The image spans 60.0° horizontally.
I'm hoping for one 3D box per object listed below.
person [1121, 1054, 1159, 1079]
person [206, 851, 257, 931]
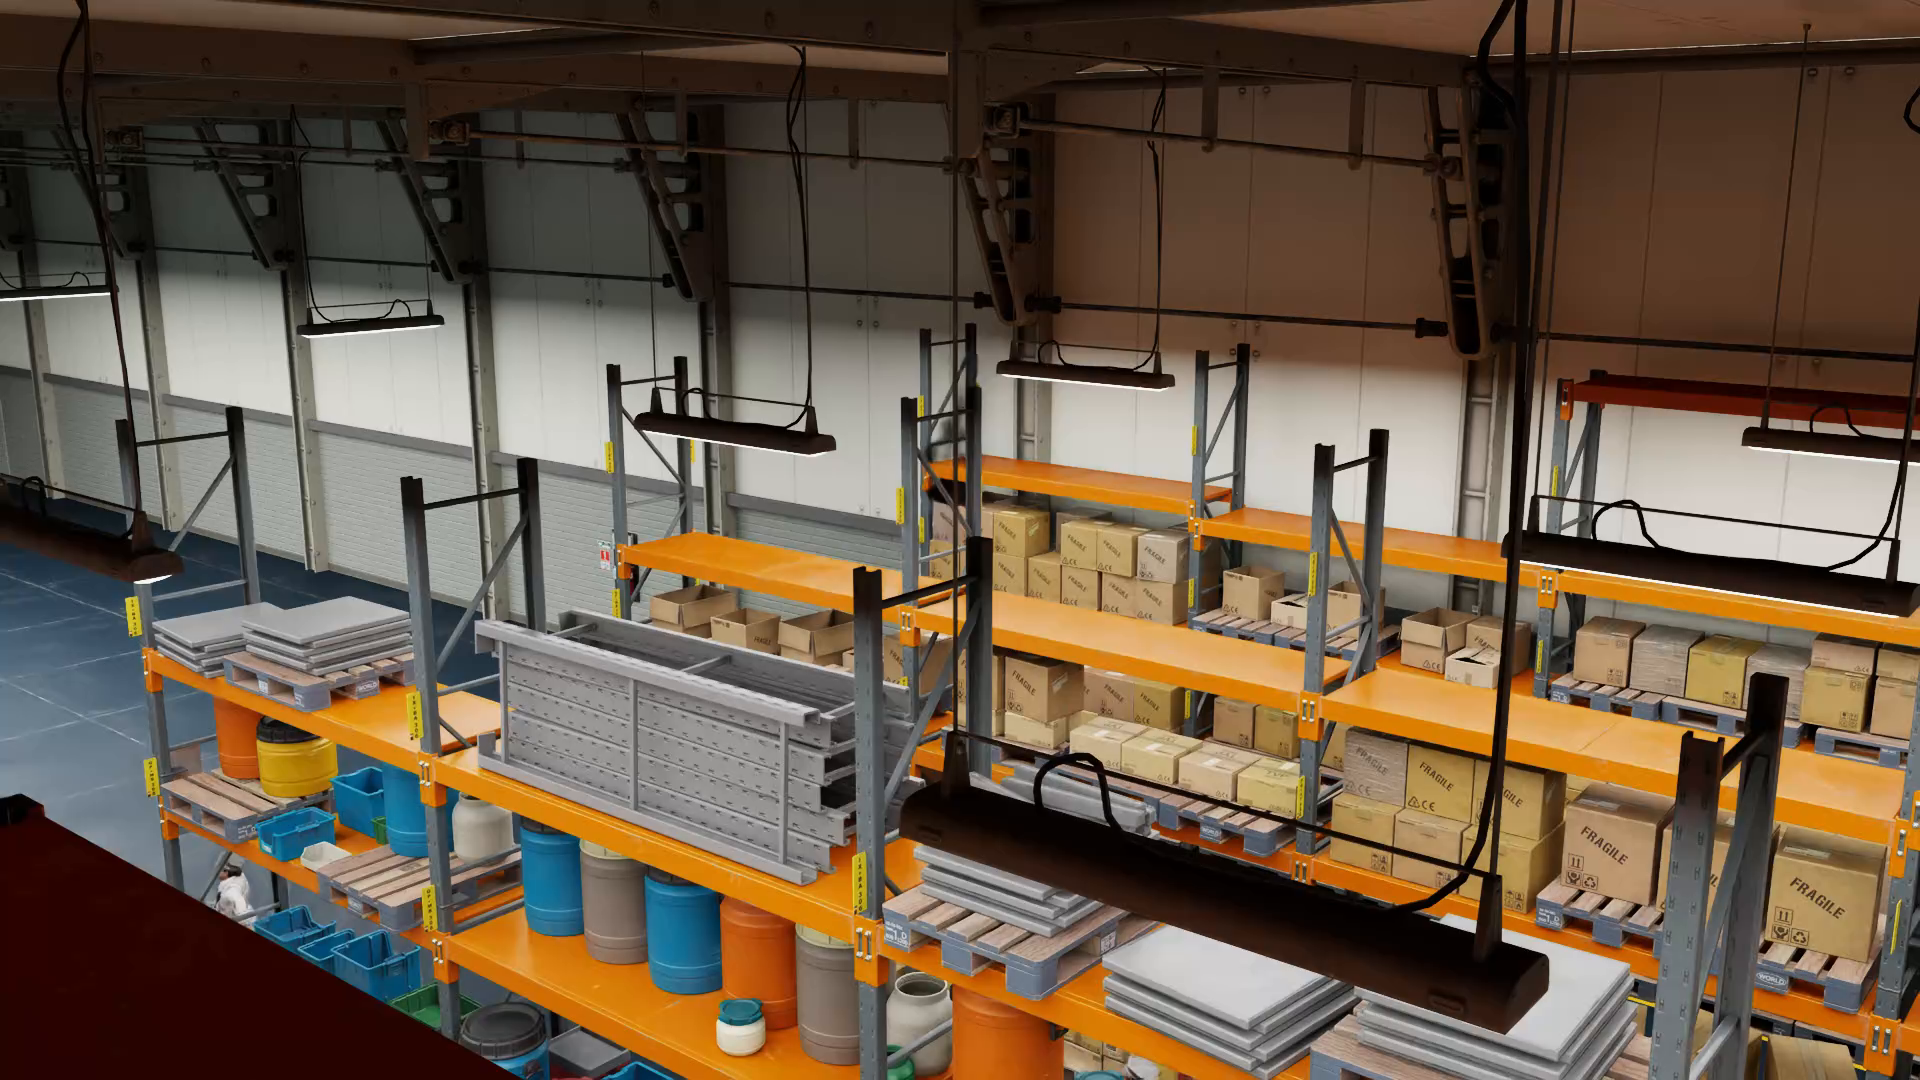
[{"bbox_3d":[1.408,4.587,12.127,0.918,1.731,0.600,6,14,23],"label":"person"},{"bbox_3d":[-6.993,3.746,15.926,0.544,1.647,0.632,-2,13,-8],"label":"person"}]
